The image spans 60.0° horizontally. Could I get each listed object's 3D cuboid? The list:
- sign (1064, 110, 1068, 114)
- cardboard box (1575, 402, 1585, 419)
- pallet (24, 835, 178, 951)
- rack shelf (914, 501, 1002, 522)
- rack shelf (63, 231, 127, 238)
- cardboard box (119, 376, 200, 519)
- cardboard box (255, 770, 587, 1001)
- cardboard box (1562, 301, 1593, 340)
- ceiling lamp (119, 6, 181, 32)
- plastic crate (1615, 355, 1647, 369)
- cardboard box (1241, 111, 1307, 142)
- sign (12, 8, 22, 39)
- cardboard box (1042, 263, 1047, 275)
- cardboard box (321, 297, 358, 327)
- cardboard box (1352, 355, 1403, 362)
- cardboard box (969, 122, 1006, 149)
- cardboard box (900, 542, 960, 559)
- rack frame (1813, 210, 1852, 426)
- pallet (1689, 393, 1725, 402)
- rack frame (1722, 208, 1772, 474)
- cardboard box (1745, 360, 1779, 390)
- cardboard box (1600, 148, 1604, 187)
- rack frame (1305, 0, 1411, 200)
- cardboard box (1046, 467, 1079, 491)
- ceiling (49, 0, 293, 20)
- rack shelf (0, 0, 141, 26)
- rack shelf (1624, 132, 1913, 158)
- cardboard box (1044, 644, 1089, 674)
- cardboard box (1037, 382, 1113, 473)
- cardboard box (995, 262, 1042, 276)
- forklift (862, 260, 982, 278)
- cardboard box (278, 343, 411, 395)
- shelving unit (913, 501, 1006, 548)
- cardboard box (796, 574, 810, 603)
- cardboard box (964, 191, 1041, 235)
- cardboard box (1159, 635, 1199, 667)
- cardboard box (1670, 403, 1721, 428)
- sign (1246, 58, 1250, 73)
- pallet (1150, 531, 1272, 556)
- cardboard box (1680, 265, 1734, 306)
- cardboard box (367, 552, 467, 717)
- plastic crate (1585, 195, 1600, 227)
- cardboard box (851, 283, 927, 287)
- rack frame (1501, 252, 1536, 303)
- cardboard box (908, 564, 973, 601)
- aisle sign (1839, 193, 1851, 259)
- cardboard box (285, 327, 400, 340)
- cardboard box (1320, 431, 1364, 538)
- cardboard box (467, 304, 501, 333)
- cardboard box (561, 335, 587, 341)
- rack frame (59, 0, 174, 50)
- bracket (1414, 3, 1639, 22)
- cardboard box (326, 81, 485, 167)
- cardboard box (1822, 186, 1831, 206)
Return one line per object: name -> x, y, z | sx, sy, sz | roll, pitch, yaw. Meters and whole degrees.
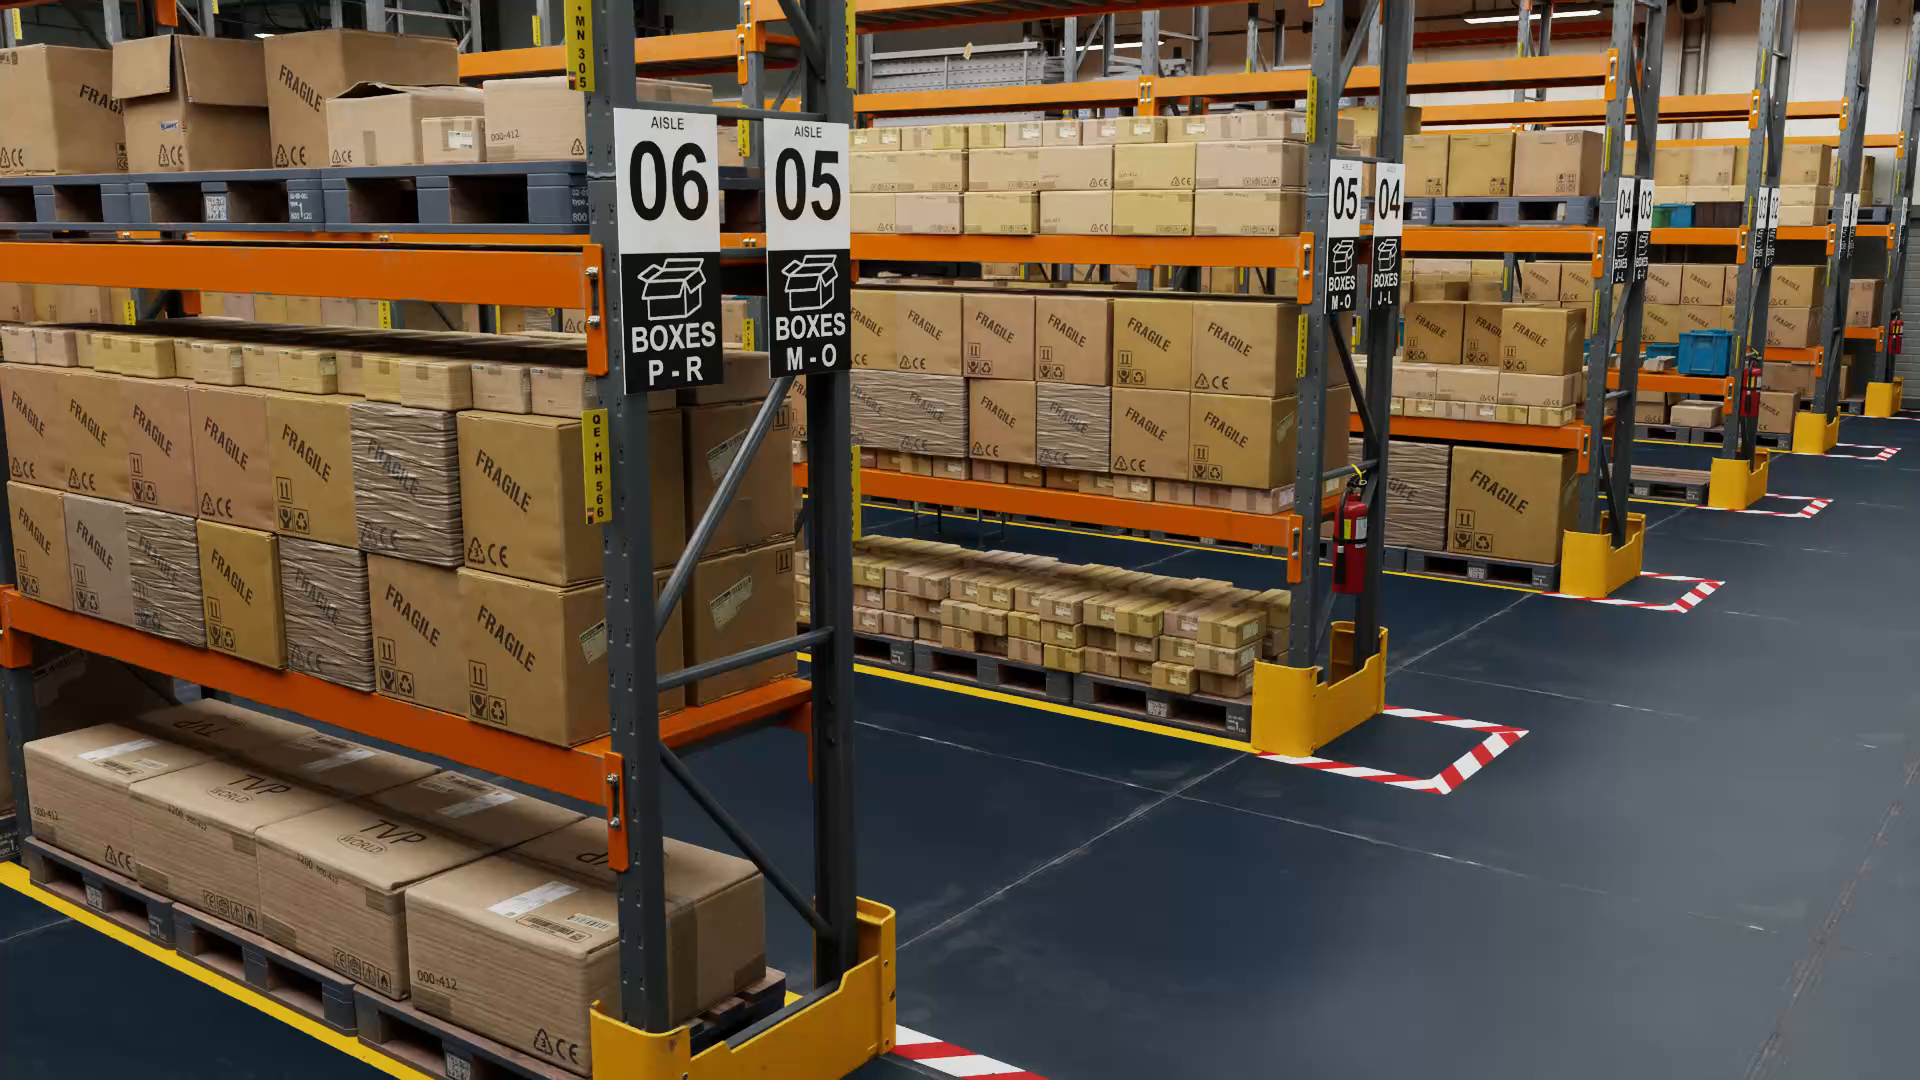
sign -> 1.324, -5.484, 20.755 | 0.005, 0.325, 0.100 | 8, 13, 36
cardboard box -> 5.069, -1.092, 13.657 | 0.250, 0.149, 0.380 | 8, 14, 36
pallet -> -3.363, 1.409, 7.409 | 1.213, 0.211, 1.003 | 8, 13, 36
rack shelf -> -0.005, -0.417, 15.173 | 0.720, 0.370, 0.431 | 8, 13, 36
rack shelf -> -9.141, -3.070, 17.218 | 4.000, 0.370, 1.077 | 8, 13, 36
cardboard box -> -2.880, -0.389, 6.470 | 0.500, 0.500, 0.500 | 8, 14, 37
cardboard box -> -2.040, 1.284, 6.356 | 0.875, 0.438, 0.875 | 8, 14, 37
cardboard box -> 8.467, -2.983, 22.511 | 0.500, 0.500, 0.500 | 8, 14, 37
ceiling lamp -> -21.866, -13.242, 44.639 | 0.800, 3.185, 2.000 | 8, 13, 36
plastic crate -> 7.102, -1.882, 17.615 | 0.243, 0.136, 0.396 | 8, 13, 36
cardboard box -> 1.701, -2.209, 8.904 | 0.250, 0.149, 0.380 | 8, 13, 35
sign -> -10.421, -5.700, 18.352 | 0.005, 0.325, 0.100 | 8, 13, 36
cardboard box -> 1.659, -5.346, 33.353 | 0.500, 0.500, 0.500 | 8, 14, 36
cardboard box -> -5.070, -1.925, 14.405 | 0.500, 0.500, 0.700 | 8, 13, 35
cardboard box -> 3.684, -1.465, 14.535 | 0.500, 0.250, 0.500 | 8, 13, 34
cardboard box -> 0.259, -2.414, 9.963 | 0.250, 0.149, 0.380 | 7, 13, 34
cardboard box -> -0.206, 0.125, 11.541 | 0.250, 0.149, 0.380 | 8, 13, 35
rack frame -> 11.027, -2.641, 21.002 | 0.127, 3.000, 1.000 | 8, 13, 36
pallet -> 12.286, -2.246, 26.302 | 1.213, 0.211, 1.003 | 8, 13, 36
rack frame -> 8.092, -1.883, 17.085 | 0.127, 3.000, 1.000 | 8, 13, 36
cardboard box -> 12.523, -2.554, 26.032 | 0.500, 0.500, 0.700 | 7, 13, 34
cardboard box -> 8.536, -4.976, 22.282 | 0.500, 0.500, 0.700 | 8, 13, 36
rack frame -> 2.143, -3.322, 8.729 | 0.127, 3.000, 1.000 | 8, 13, 36
cardboard box -> 0.727, -0.405, 10.107 | 0.250, 0.149, 0.380 | 7, 13, 33
ceiling -> -22.738, -15.806, 49.566 | 6.000, 0.001, 6.000 | 8, 13, 36
rack shelf -> -5.542, -2.678, 8.347 | 4.000, 0.370, 1.077 | 8, 13, 36
rack shelf -> 12.344, -6.020, 25.623 | 4.000, 0.370, 1.077 | 8, 13, 36
cardboard box -> 0.716, 0.689, 10.194 | 0.250, 0.149, 0.380 | 7, 13, 33
cardboard box -> 0.802, -0.697, 9.909 | 0.500, 0.500, 0.500 | 8, 14, 36
cardboard box -> 0.993, -4.725, 28.096 | 0.500, 0.500, 0.700 | 8, 14, 36
forklift -> -0.576, -2.092, 18.349 | 3.031, 2.935, 1.130 | -6, 13, -29
cardboard box -> -2.175, -0.611, 5.905 | 0.250, 0.149, 0.380 | 8, 14, 37
shelving unit -> -0.005, -0.737, 15.111 | 0.755, 1.500, 0.431 | 8, 13, 36
cardboard box -> -0.979, 0.311, 11.362 | 0.250, 0.149, 0.380 | 9, 14, 38
cardboard box -> 0.372, -1.957, 9.966 | 0.500, 0.250, 0.500 | 9, 14, 38
cardboard box -> 1.370, 0.618, 9.777 | 0.250, 0.149, 0.380 | 8, 13, 34
cardboard box -> 9.695, -1.642, 21.919 | 0.500, 0.250, 0.500 | 8, 13, 36
sign -> 4.253, -6.936, 24.537 | 0.005, 0.325, 0.100 | 8, 13, 36
pallet -> 2.503, -0.108, 15.251 | 1.213, 0.211, 1.003 | 8, 13, 36
cardboard box -> 9.677, -3.303, 21.529 | 0.500, 0.500, 0.500 | 8, 14, 37
cardboard box -> -1.647, 0.271, 5.688 | 0.500, 0.500, 0.500 | 8, 13, 34
plastic crate -> 7.023, -3.539, 17.911 | 0.767, 0.338, 0.504 | 8, 13, 36
cardboard box -> -0.542, -1.501, 11.432 | 0.500, 0.500, 0.500 | 7, 13, 34
rack frame -> 7.803, -3.090, 23.327 | 0.127, 3.000, 1.000 | 8, 13, 36
cardboard box -> -0.126, 0.273, 10.773 | 0.250, 0.149, 0.380 | 8, 14, 37
aisle sign -> 10.900, -3.862, 20.473 | 0.004, 0.787, 0.394 | 8, 13, 36
cardboard box -> -2.500, -0.776, 6.762 | 0.250, 0.149, 0.380 | 8, 13, 34
cardboard box -> 3.146, -0.550, 14.682 | 0.875, 0.875, 0.875 | 8, 13, 36
cardboard box -> -5.683, -2.831, 20.941 | 0.500, 0.500, 0.875 | 8, 13, 36
cardboard box -> -3.009, -1.578, 13.501 | 0.250, 0.149, 0.380 | 8, 14, 37
rack frame -> -3.930, -3.002, 7.078 | 0.127, 3.000, 1.000 | 8, 13, 36
bracket -> 9.173, -8.899, 28.082 | 4.783, 0.066, 0.076 | 8, 13, 36
cardboard box -> -1.883, -1.468, 5.907 | 0.500, 0.311, 0.500 | 8, 14, 37
cardboard box -> 10.767, -4.383, 21.189 | 0.500, 0.250, 0.500 | 8, 13, 36
